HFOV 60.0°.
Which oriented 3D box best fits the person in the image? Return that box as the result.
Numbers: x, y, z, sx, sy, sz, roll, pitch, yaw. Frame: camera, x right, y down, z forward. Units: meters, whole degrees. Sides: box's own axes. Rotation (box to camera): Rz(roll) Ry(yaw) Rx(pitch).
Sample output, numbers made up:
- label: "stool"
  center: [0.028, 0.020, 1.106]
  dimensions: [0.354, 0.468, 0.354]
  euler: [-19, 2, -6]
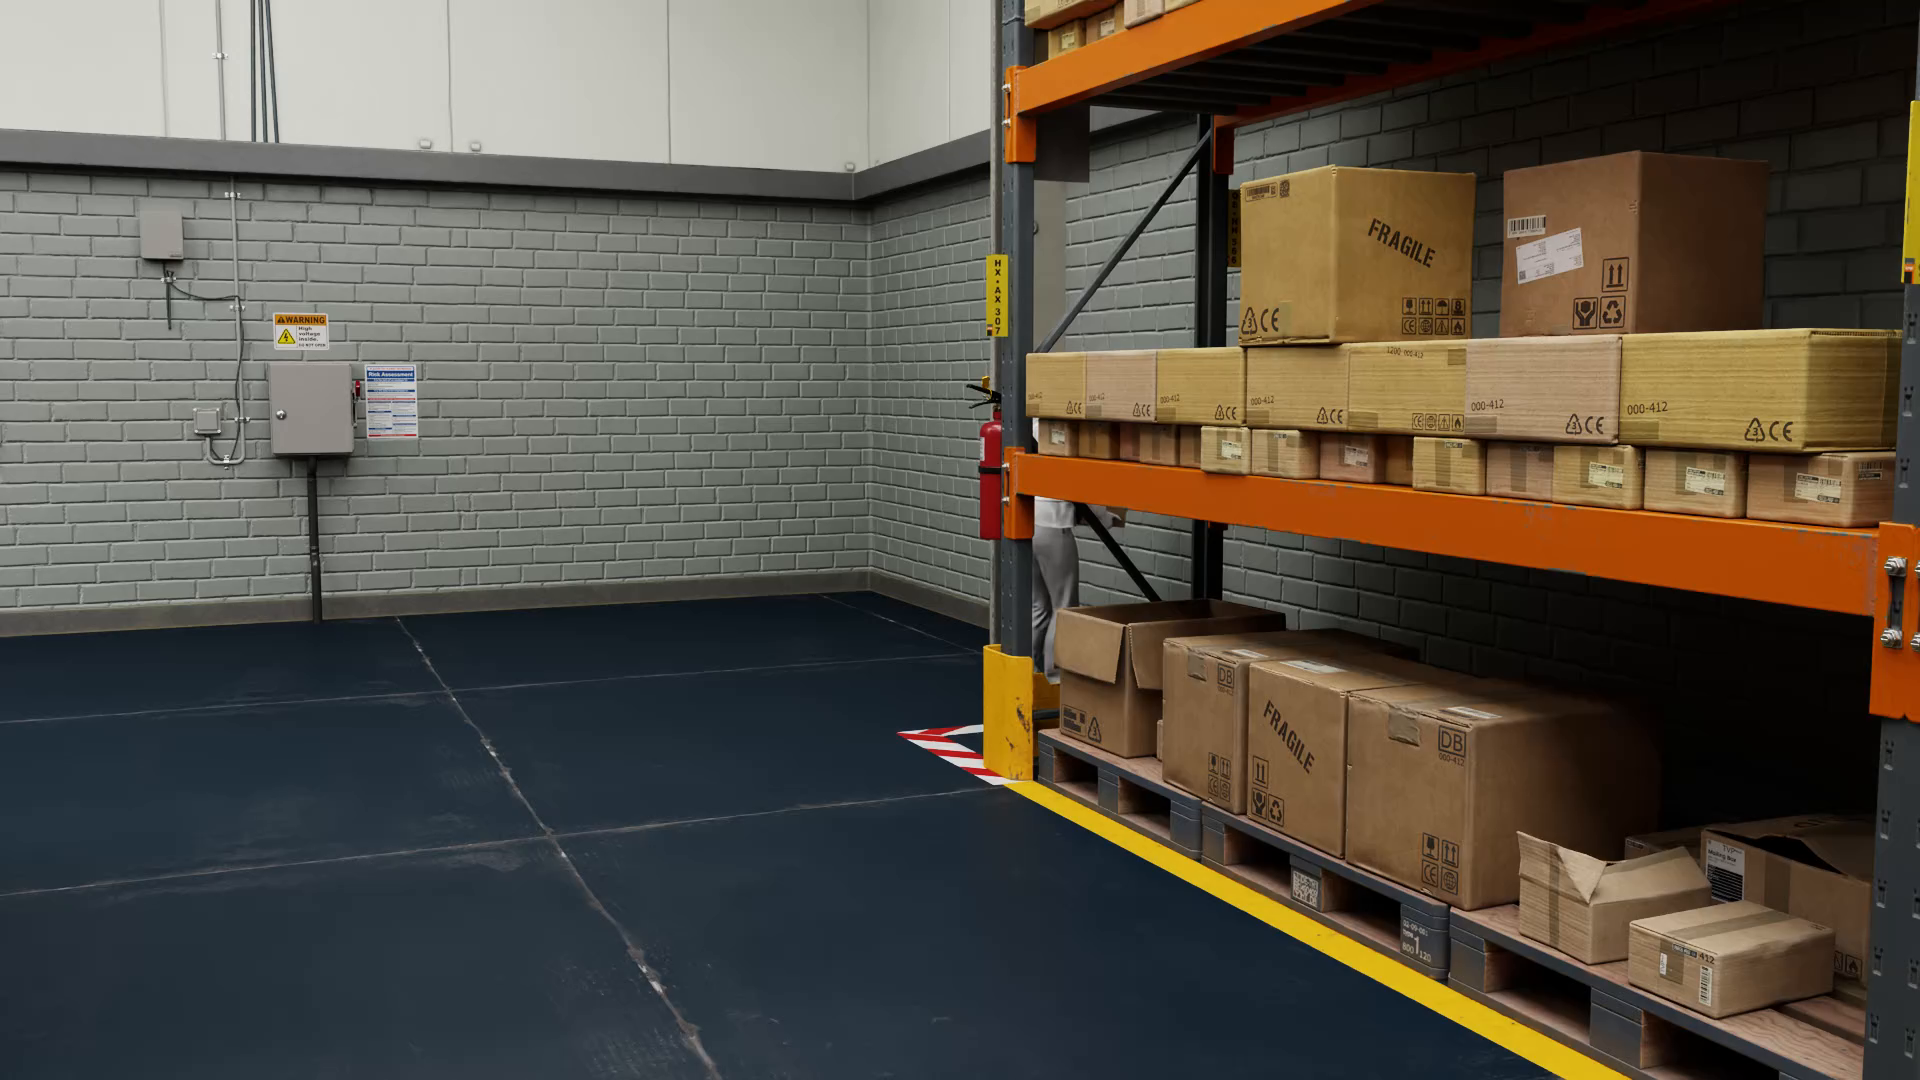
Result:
- label: "person"
  center: [0.478, -0.032, 8.196]
  dimensions: [0.562, 1.687, 0.461]
  euler: [-2, 6, -24]
